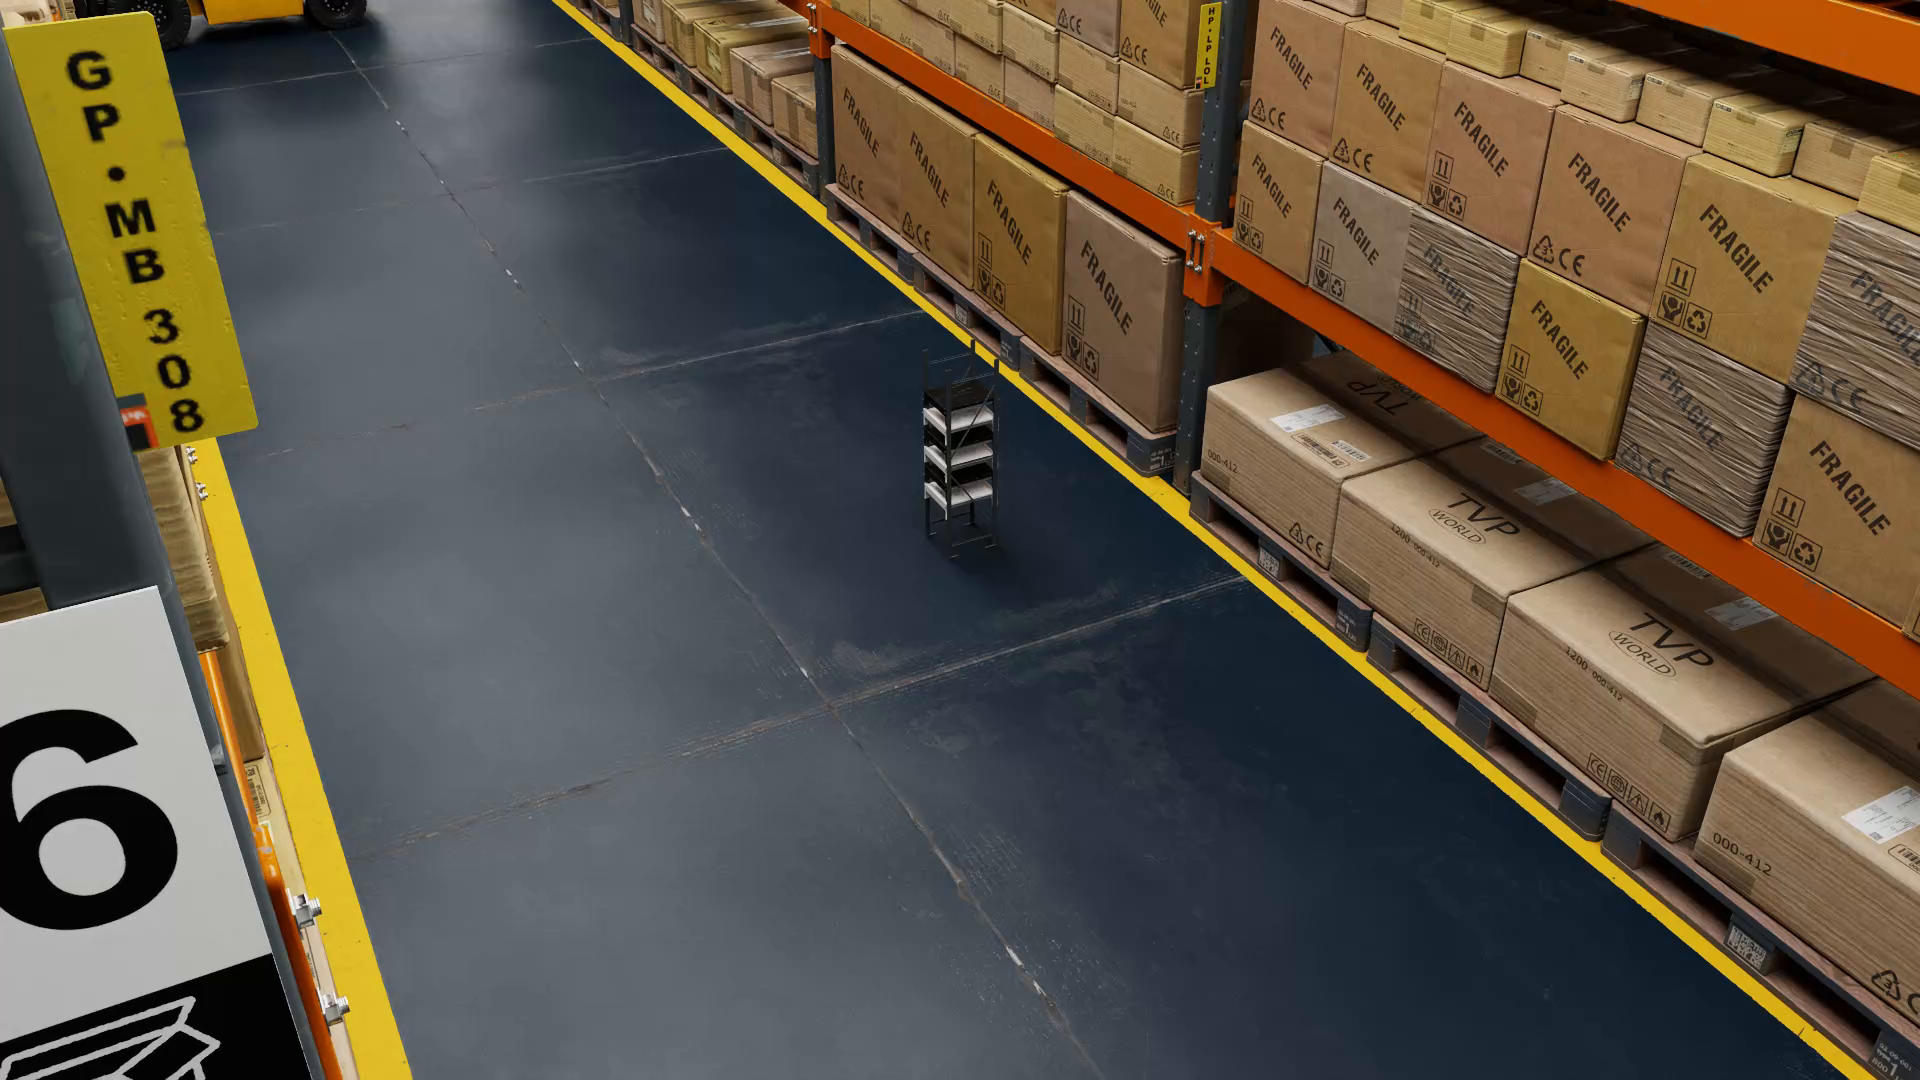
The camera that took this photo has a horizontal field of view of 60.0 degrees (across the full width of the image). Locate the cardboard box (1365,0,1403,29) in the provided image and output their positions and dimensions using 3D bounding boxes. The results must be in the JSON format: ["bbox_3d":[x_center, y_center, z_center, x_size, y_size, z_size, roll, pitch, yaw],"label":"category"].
[{"bbox_3d":[1.651,-1.897,5.810,0.380,0.149,0.250,-16,36,-24],"label":"cardboard box"}]

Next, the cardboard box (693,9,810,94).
[{"bbox_3d":[-1.376,-3.571,12.090,0.950,0.372,0.625,-15,35,-22],"label":"cardboard box"}]

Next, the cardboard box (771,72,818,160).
[{"bbox_3d":[-0.676,-2.858,10.977,0.950,0.372,0.625,-18,37,-26],"label":"cardboard box"}]

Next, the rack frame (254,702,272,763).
[{"bbox_3d":[-2.946,-0.356,5.025,1.000,3.000,0.127,-16,36,-23],"label":"rack frame"}]

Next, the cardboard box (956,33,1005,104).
[{"bbox_3d":[0.312,-2.428,8.399,0.500,0.250,0.500,-16,36,-23],"label":"cardboard box"}]

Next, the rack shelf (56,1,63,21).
[{"bbox_3d":[-3.878,-2.271,5.900,1.077,0.370,4.000,-16,36,-23],"label":"rack shelf"}]

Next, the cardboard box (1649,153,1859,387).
[{"bbox_3d":[2.376,-0.810,4.714,0.500,0.500,0.500,-16,36,-23],"label":"cardboard box"}]

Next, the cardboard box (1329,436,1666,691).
[{"bbox_3d":[2.059,0.049,6.378,0.875,0.438,0.875,-17,36,-24],"label":"cardboard box"}]

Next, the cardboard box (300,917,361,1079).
[{"bbox_3d":[-1.289,0.966,2.825,0.500,0.250,0.500,-15,36,-23],"label":"cardboard box"}]

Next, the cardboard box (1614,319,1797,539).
[{"bbox_3d":[2.380,-0.390,4.985,0.500,0.500,0.500,-15,36,-22],"label":"cardboard box"}]

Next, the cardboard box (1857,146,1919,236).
[{"bbox_3d":[2.548,-0.902,4.257,0.380,0.149,0.250,-15,36,-22],"label":"cardboard box"}]

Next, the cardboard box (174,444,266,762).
[{"bbox_3d":[-1.754,0.175,3.365,0.500,0.500,0.500,-15,36,-22],"label":"cardboard box"}]

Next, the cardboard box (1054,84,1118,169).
[{"bbox_3d":[0.775,-1.937,7.632,0.500,0.250,0.500,-16,36,-24],"label":"cardboard box"}]

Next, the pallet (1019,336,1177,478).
[{"bbox_3d":[1.017,-0.782,8.274,1.003,0.211,1.213,-16,36,-23],"label":"pallet"}]

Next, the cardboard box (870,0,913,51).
[{"bbox_3d":[-0.161,-2.915,9.158,0.500,0.250,0.500,-17,36,-24],"label":"cardboard box"}]

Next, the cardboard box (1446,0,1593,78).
[{"bbox_3d":[1.811,-1.629,5.391,0.380,0.149,0.250,-17,36,-24],"label":"cardboard box"}]

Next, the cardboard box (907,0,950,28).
[{"bbox_3d":[0.058,-2.871,8.626,0.500,0.250,0.500,-16,36,-23],"label":"cardboard box"}]

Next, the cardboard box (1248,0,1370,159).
[{"bbox_3d":[1.451,-1.781,6.230,0.500,0.500,0.500,-16,36,-23],"label":"cardboard box"}]

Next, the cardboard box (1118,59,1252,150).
[{"bbox_3d":[1.023,-1.903,7.115,0.500,0.250,0.500,-16,36,-23],"label":"cardboard box"}]

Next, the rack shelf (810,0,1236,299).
[{"bbox_3d":[0.511,-2.258,8.661,1.077,0.370,4.000,-16,36,-23],"label":"rack shelf"}]

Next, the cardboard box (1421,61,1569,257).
[{"bbox_3d":[1.910,-1.291,5.466,0.500,0.500,0.500,-15,36,-22],"label":"cardboard box"}]

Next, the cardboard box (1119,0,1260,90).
[{"bbox_3d":[1.013,-2.220,6.914,0.500,0.500,0.500,-15,35,-22],"label":"cardboard box"}]

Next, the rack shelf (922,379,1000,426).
[{"bbox_3d":[0.004,-0.574,6.874,0.258,0.077,0.200,-16,36,-23],"label":"rack shelf"}]

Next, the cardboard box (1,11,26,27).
[{"bbox_3d":[-1.066,-0.258,1.491,0.500,0.250,0.500,-16,36,-24],"label":"cardboard box"}]

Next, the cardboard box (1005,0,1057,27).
[{"bbox_3d":[0.546,-2.712,7.682,0.500,0.500,0.500,-15,35,-22],"label":"cardboard box"}]

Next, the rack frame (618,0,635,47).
[{"bbox_3d":[-2.287,-5.424,12.936,1.000,3.000,0.127,-16,36,-23],"label":"rack frame"}]

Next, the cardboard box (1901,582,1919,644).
[{"bbox_3d":[2.849,0.097,4.226,0.500,0.500,0.500,-16,36,-23],"label":"cardboard box"}]

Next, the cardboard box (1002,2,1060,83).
[{"bbox_3d":[0.536,-2.385,7.868,0.500,0.250,0.500,-15,36,-22],"label":"cardboard box"}]

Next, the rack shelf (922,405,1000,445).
[{"bbox_3d":[0.004,-0.499,6.922,0.258,0.077,0.200,-16,36,-23],"label":"rack shelf"}]

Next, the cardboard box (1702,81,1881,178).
[{"bbox_3d":[2.320,-1.150,4.643,0.380,0.149,0.250,-15,36,-22],"label":"cardboard box"}]

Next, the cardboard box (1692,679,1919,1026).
[{"bbox_3d":[2.912,0.915,5.027,0.875,0.438,0.875,-17,36,-25],"label":"cardboard box"}]

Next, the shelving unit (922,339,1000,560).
[{"bbox_3d":[0.004,-0.375,7.001,0.258,0.900,0.210,-16,36,-23],"label":"shelving unit"}]

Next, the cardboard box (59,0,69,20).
[{"bbox_3d":[-4.780,-2.692,8.347,0.500,0.250,0.500,-16,36,-23],"label":"cardboard box"}]

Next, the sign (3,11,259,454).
[{"bbox_3d":[-0.601,-0.215,1.214,0.100,0.325,0.005,-16,36,-23],"label":"sign"}]

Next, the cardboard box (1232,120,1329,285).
[{"bbox_3d":[1.431,-1.359,6.497,0.500,0.500,0.500,-15,35,-22],"label":"cardboard box"}]

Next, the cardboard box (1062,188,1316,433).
[{"bbox_3d":[1.084,-1.164,7.867,0.875,0.875,0.875,-15,35,-22],"label":"cardboard box"}]

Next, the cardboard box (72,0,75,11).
[{"bbox_3d":[-7.089,-4.195,12.713,0.500,0.250,0.500,-16,36,-24],"label":"cardboard box"}]

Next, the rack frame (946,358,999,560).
[{"bbox_3d":[0.051,-0.327,6.925,0.240,0.900,0.006,-16,36,-23],"label":"rack frame"}]

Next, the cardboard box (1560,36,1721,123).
[{"bbox_3d":[2.054,-1.395,5.026,0.380,0.149,0.250,-16,36,-23],"label":"cardboard box"}]

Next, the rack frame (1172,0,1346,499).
[{"bbox_3d":[1.443,-1.606,6.977,1.000,3.000,0.127,-16,36,-23],"label":"rack frame"}]

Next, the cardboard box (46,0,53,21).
[{"bbox_3d":[-2.019,-1.021,3.146,0.500,0.250,0.500,-15,36,-22],"label":"cardboard box"}]

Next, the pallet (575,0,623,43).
[{"bbox_3d":[-2.631,-4.562,14.175,1.003,0.211,1.213,-16,36,-23],"label":"pallet"}]

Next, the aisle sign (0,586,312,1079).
[{"bbox_3d":[-0.789,0.417,1.409,0.394,0.787,0.004,-16,36,-23],"label":"aisle sign"}]

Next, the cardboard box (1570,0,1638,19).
[{"bbox_3d":[2.286,-1.774,5.618,0.380,0.149,0.250,-16,36,-23],"label":"cardboard box"}]

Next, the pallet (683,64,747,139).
[{"bbox_3d":[-1.349,-3.296,12.199,1.003,0.211,1.213,-16,36,-23],"label":"pallet"}]

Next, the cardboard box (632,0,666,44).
[{"bbox_3d":[-2.040,-4.245,13.142,0.950,0.372,0.625,-15,36,-23],"label":"cardboard box"}]

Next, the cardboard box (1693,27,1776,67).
[{"bbox_3d":[2.537,-1.536,5.246,0.380,0.149,0.250,-16,36,-23],"label":"cardboard box"}]

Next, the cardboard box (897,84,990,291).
[{"bbox_3d":[0.239,-2.020,9.203,0.875,0.875,0.875,-15,36,-23],"label":"cardboard box"}]

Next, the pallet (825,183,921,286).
[{"bbox_3d":[-0.121,-1.946,10.092,1.003,0.211,1.213,-16,36,-23],"label":"pallet"}]

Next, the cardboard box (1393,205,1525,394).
[{"bbox_3d":[1.888,-0.879,5.748,0.500,0.500,0.500,-16,36,-23],"label":"cardboard box"}]

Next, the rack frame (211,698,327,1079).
[{"bbox_3d":[-1.081,1.553,2.046,1.000,3.000,0.127,-16,36,-23],"label":"rack frame"}]

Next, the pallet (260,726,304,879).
[{"bbox_3d":[-2.627,1.146,5.266,1.003,0.211,1.213,-16,36,-23],"label":"pallet"}]

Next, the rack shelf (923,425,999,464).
[{"bbox_3d":[0.004,-0.423,6.971,0.258,0.077,0.200,-16,36,-23],"label":"rack shelf"}]

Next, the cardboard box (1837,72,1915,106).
[{"bbox_3d":[2.796,-1.296,4.871,0.380,0.149,0.250,-16,36,-23],"label":"cardboard box"}]

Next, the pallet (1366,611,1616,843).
[{"bbox_3d":[2.302,0.533,6.222,1.003,0.211,1.213,-16,36,-23],"label":"pallet"}]

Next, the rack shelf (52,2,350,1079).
[{"bbox_3d":[-2.013,-0.362,2.920,1.077,0.370,4.000,-16,36,-23],"label":"rack shelf"}]
